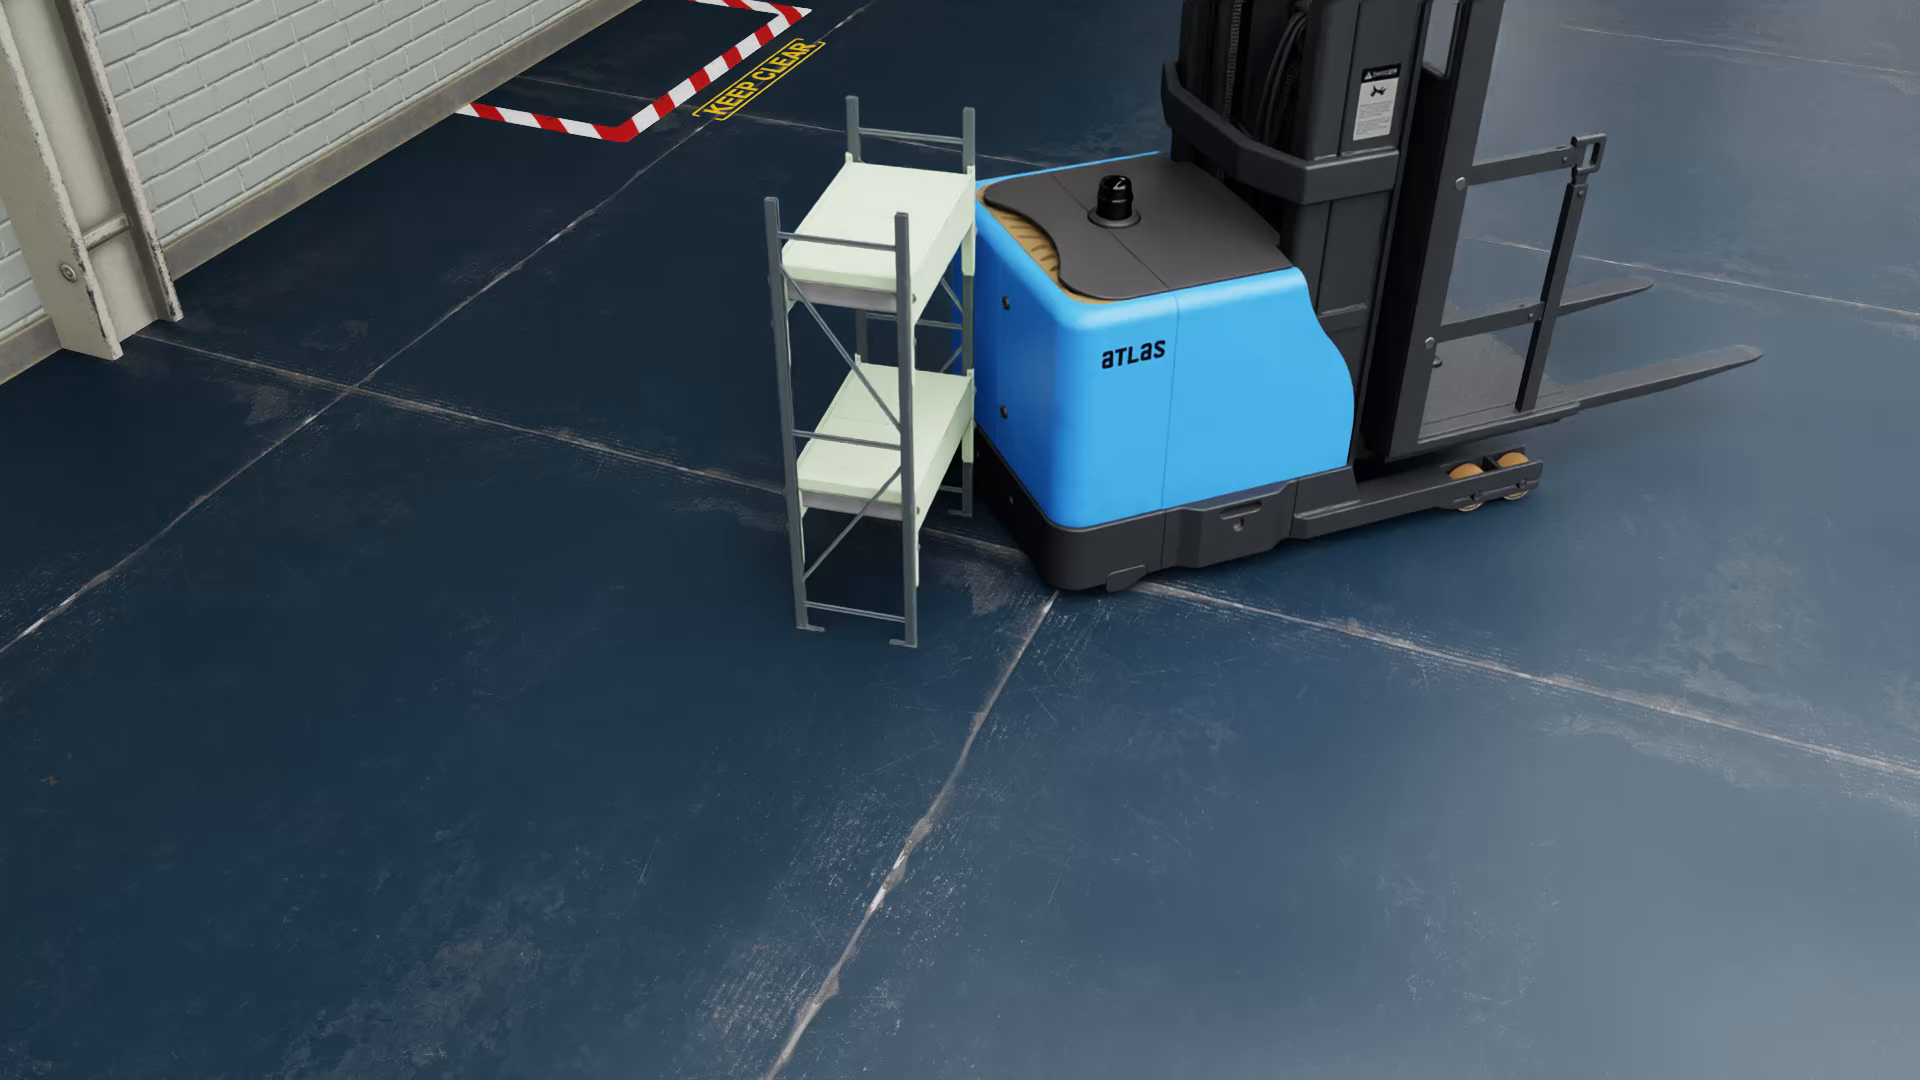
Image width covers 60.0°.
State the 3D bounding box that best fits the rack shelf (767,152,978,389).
[{"bbox_3d":[-0.241,-0.815,4.935,0.431,0.370,0.720,9,38,11],"label":"rack shelf"}]

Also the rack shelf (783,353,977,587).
[{"bbox_3d":[-0.241,-0.241,5.364,0.431,0.370,0.720,9,38,11],"label":"rack shelf"}]

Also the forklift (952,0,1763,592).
[{"bbox_3d":[1.527,-1.557,5.385,3.031,2.935,1.130,-13,39,-17],"label":"forklift"}]

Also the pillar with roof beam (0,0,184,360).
[{"bbox_3d":[0.494,-3.494,2.908,9.100,9.000,0.400,14,39,18],"label":"pillar with roof beam"}]

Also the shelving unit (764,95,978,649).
[{"bbox_3d":[-0.241,-0.502,5.169,0.431,1.500,0.755,9,38,11],"label":"shelving unit"}]

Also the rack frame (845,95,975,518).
[{"bbox_3d":[-0.151,-0.714,5.453,0.400,1.500,0.023,9,38,11],"label":"rack frame"}]

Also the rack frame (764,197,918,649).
[{"bbox_3d":[-0.332,-0.290,4.885,0.400,1.500,0.023,9,38,11],"label":"rack frame"}]
